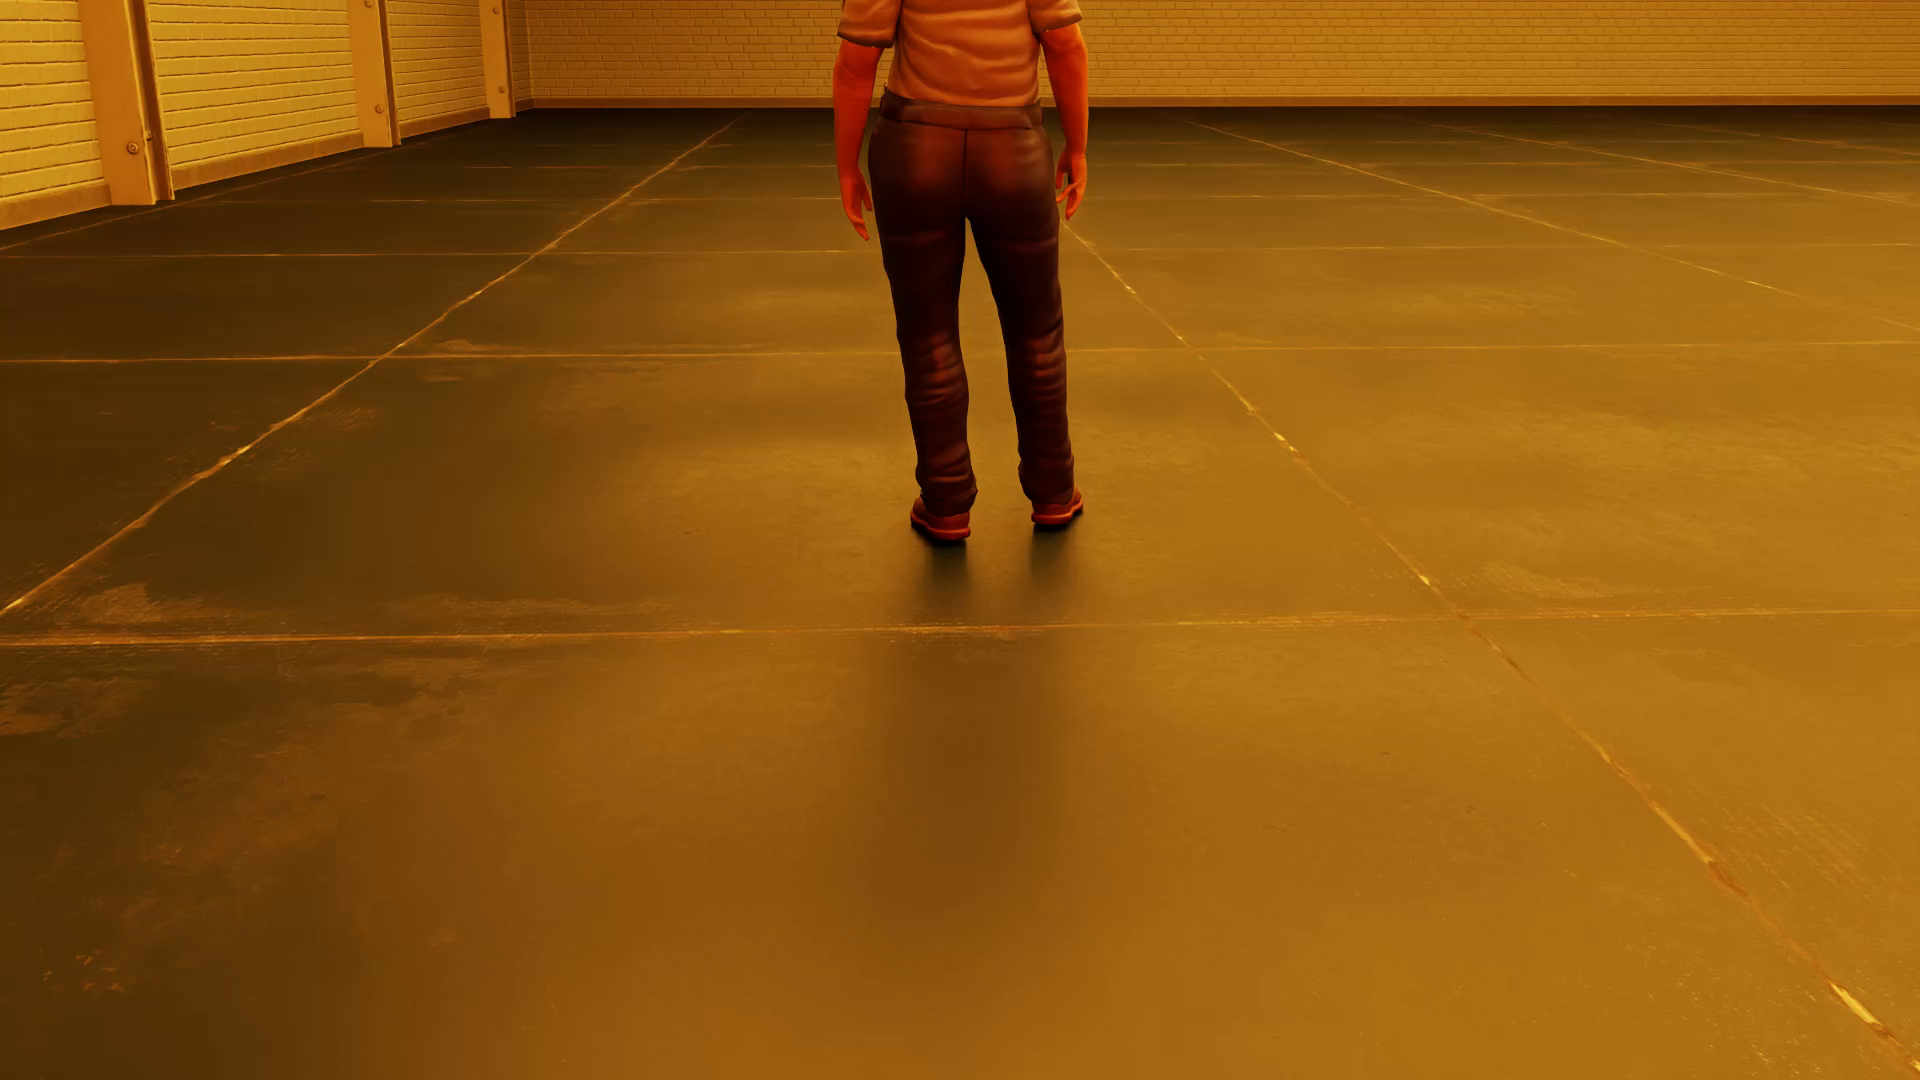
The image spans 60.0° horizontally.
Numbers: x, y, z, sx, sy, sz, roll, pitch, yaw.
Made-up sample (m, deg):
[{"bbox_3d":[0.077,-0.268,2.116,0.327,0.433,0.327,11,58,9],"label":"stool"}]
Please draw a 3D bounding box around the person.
[{"bbox_3d":[0.019,-0.821,3.762,0.598,1.651,0.502,-1,17,-3],"label":"person"}]
